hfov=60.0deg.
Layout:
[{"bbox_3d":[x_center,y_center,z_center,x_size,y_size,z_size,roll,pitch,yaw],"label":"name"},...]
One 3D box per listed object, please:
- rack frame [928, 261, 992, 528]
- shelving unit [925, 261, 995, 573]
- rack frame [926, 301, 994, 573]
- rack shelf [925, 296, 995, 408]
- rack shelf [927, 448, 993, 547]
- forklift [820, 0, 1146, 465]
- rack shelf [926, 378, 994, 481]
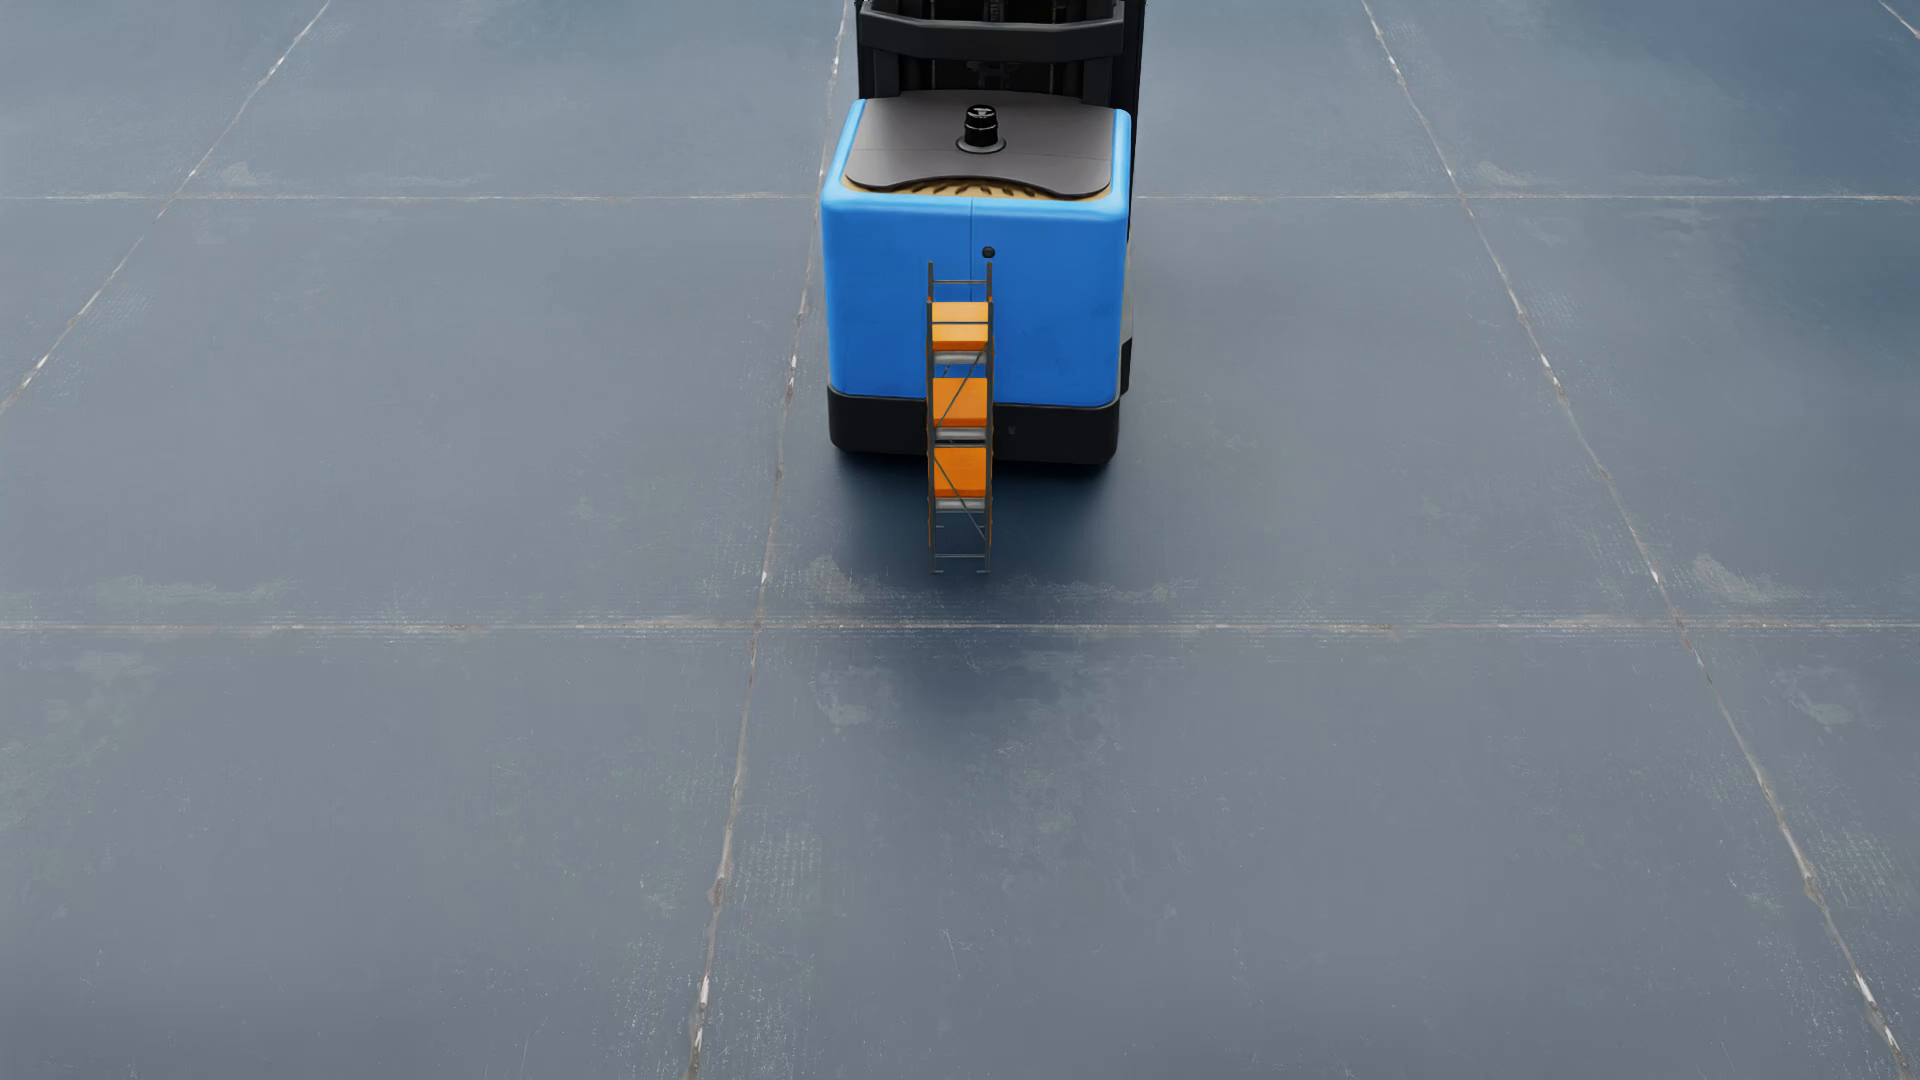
[{"bbox_3d":[0.000,-0.453,5.475,0.200,1.050,0.008,0,39,0],"label":"rack frame"},{"bbox_3d":[0.000,-0.376,5.380,0.215,1.050,0.252,0,39,0],"label":"shelving unit"},{"bbox_3d":[0.000,-0.300,5.285,0.200,1.050,0.008,0,39,0],"label":"rack frame"},{"bbox_3d":[0.000,-0.589,5.209,0.215,0.259,0.240,0,39,0],"label":"rack shelf"},{"bbox_3d":[0.000,-0.151,5.560,0.215,0.259,0.240,0,39,0],"label":"rack shelf"},{"bbox_3d":[0.174,-2.325,6.308,1.130,2.935,3.031,3,39,4],"label":"forklift"},{"bbox_3d":[0.000,-0.368,5.387,0.215,0.259,0.240,0,39,0],"label":"rack shelf"}]
